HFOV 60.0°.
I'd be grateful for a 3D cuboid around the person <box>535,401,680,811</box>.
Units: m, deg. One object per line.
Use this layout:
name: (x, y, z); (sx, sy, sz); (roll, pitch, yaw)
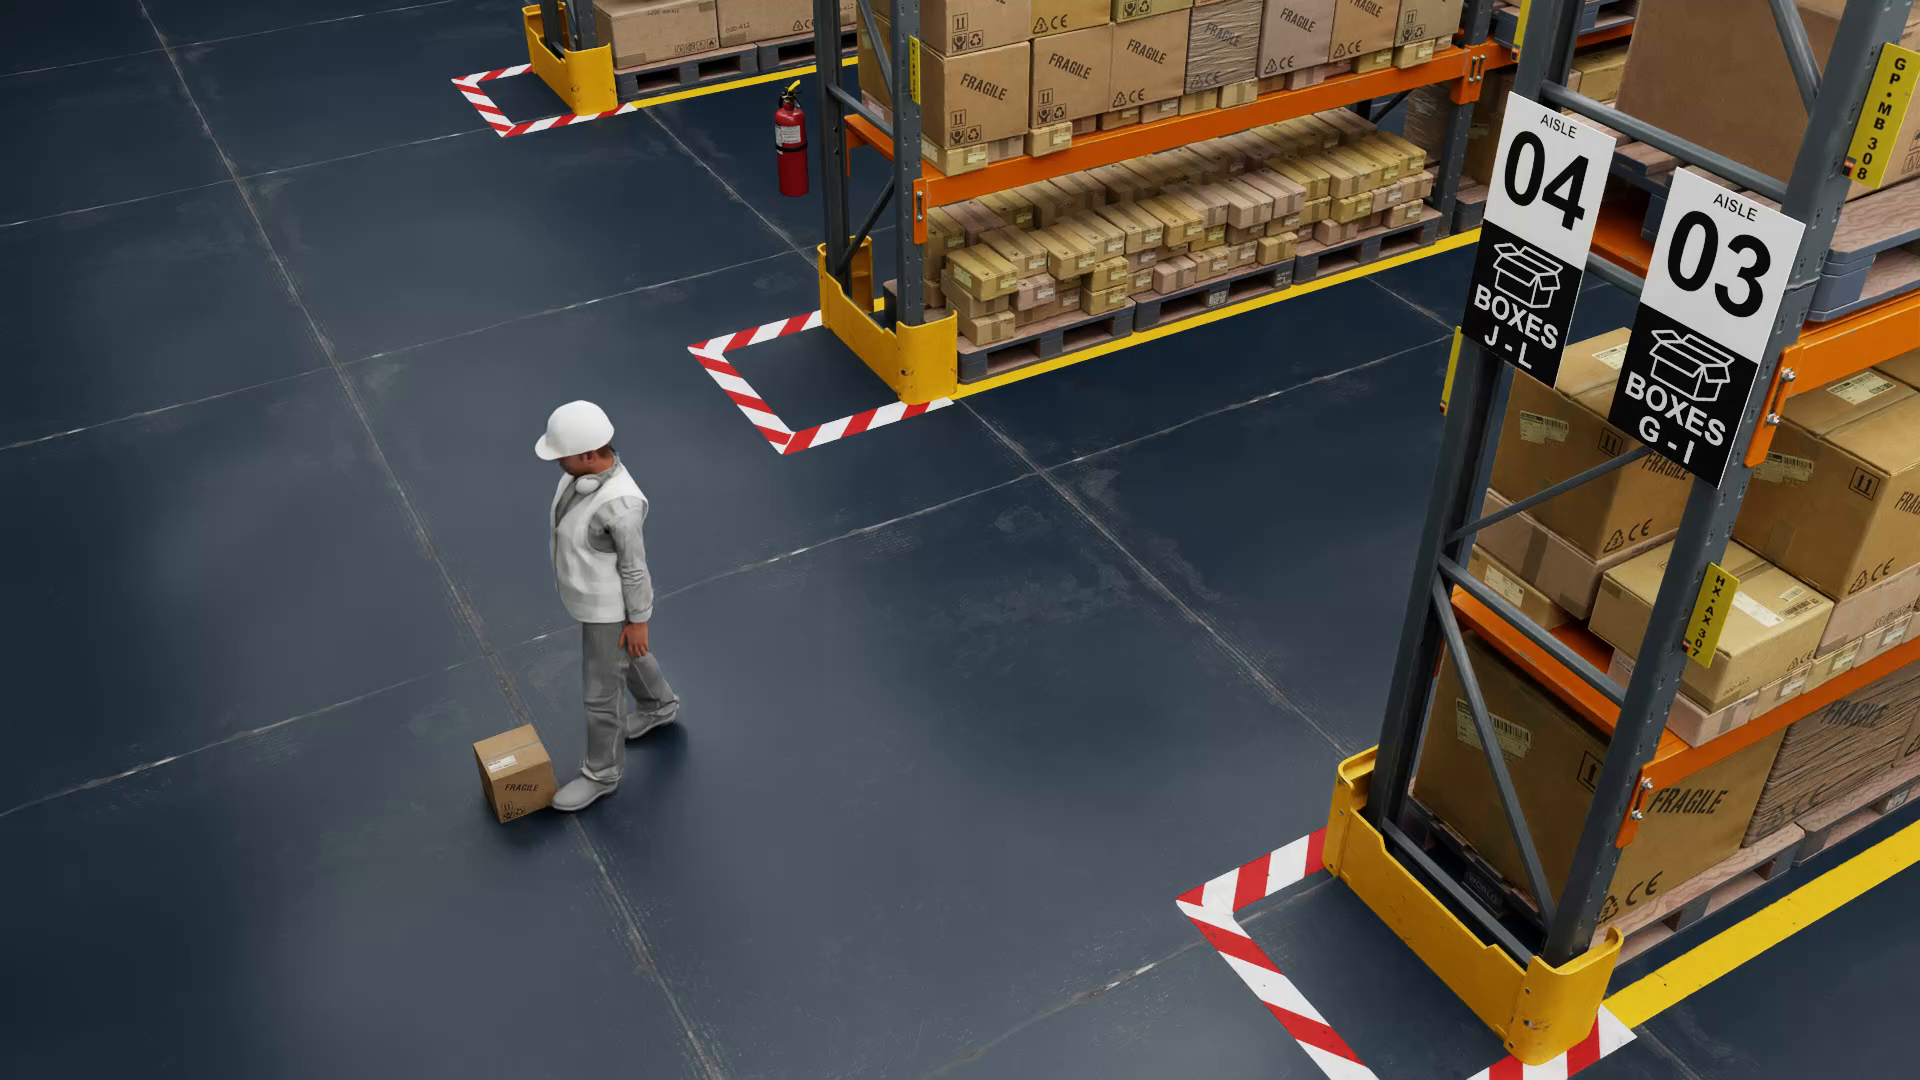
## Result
person: (-1.470, 0.234, 6.594); (0.684, 1.766, 0.553); (-19, 41, -24)
